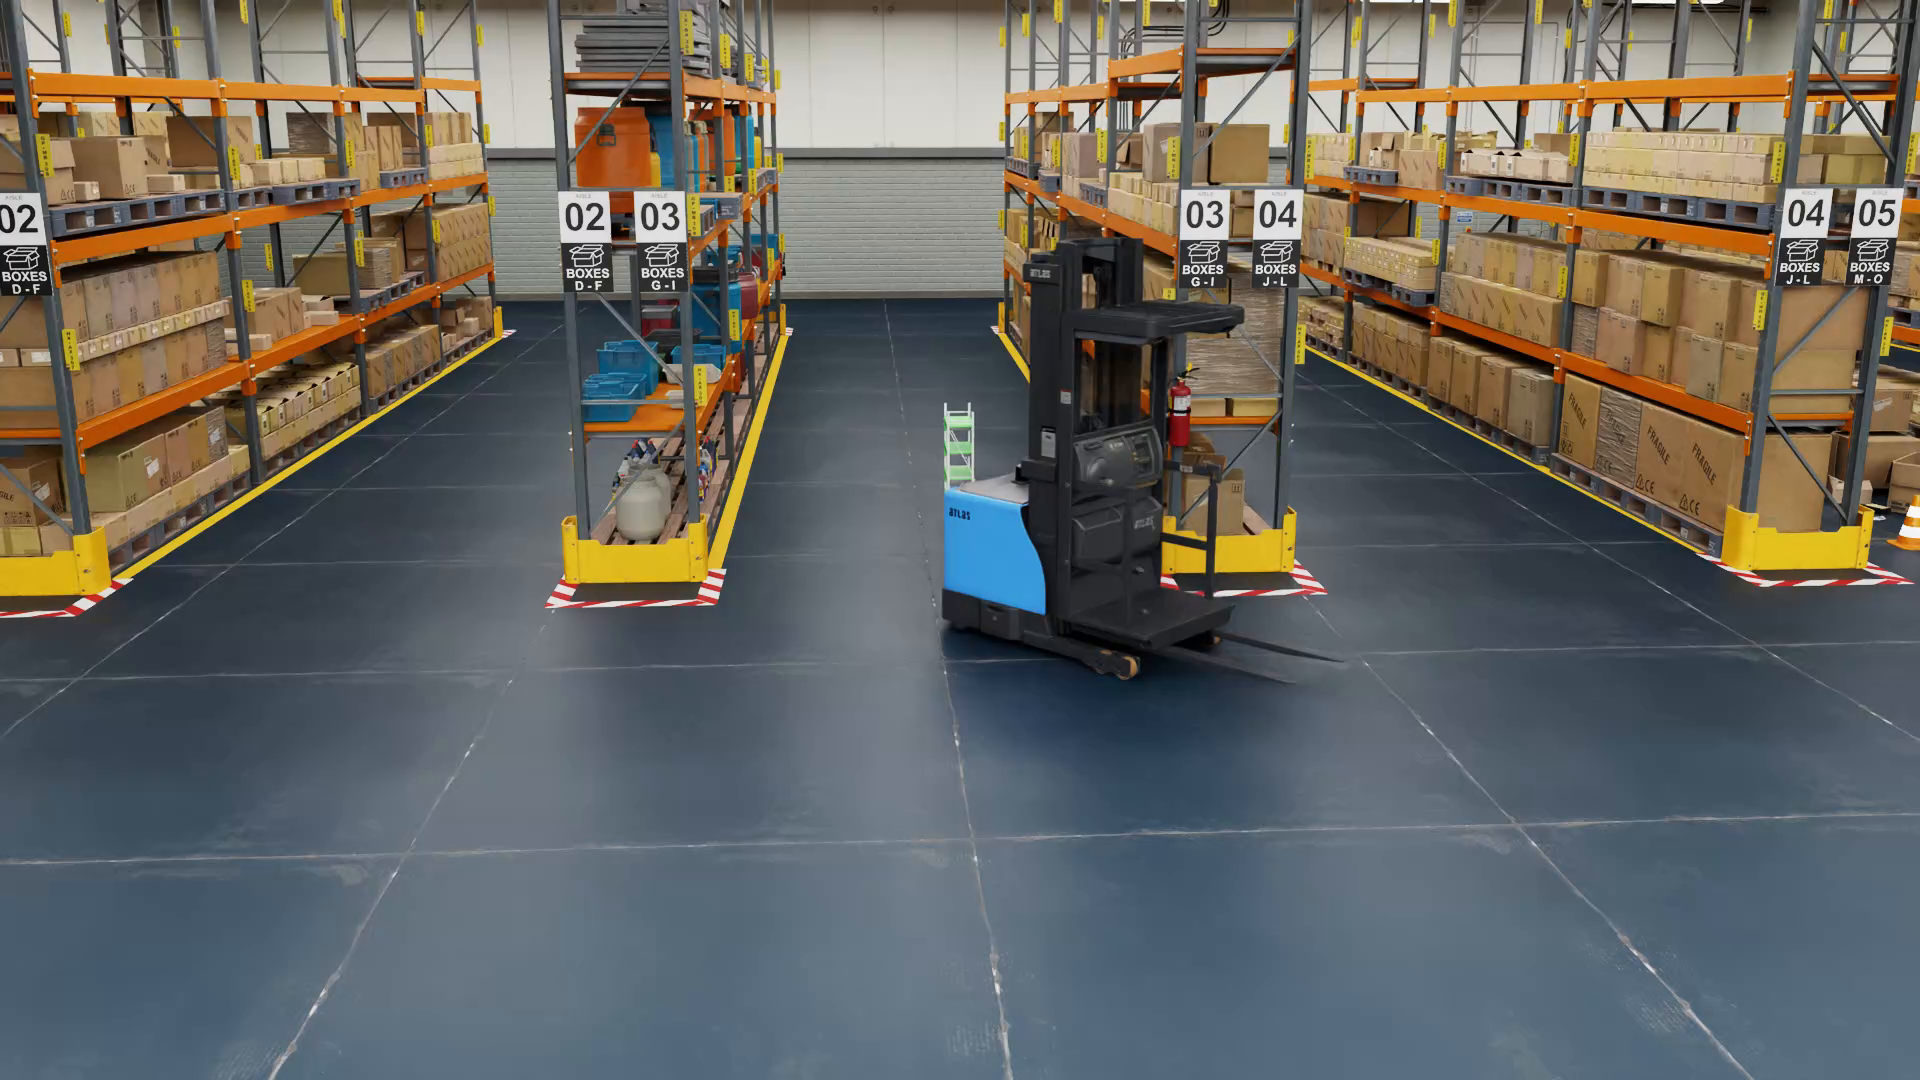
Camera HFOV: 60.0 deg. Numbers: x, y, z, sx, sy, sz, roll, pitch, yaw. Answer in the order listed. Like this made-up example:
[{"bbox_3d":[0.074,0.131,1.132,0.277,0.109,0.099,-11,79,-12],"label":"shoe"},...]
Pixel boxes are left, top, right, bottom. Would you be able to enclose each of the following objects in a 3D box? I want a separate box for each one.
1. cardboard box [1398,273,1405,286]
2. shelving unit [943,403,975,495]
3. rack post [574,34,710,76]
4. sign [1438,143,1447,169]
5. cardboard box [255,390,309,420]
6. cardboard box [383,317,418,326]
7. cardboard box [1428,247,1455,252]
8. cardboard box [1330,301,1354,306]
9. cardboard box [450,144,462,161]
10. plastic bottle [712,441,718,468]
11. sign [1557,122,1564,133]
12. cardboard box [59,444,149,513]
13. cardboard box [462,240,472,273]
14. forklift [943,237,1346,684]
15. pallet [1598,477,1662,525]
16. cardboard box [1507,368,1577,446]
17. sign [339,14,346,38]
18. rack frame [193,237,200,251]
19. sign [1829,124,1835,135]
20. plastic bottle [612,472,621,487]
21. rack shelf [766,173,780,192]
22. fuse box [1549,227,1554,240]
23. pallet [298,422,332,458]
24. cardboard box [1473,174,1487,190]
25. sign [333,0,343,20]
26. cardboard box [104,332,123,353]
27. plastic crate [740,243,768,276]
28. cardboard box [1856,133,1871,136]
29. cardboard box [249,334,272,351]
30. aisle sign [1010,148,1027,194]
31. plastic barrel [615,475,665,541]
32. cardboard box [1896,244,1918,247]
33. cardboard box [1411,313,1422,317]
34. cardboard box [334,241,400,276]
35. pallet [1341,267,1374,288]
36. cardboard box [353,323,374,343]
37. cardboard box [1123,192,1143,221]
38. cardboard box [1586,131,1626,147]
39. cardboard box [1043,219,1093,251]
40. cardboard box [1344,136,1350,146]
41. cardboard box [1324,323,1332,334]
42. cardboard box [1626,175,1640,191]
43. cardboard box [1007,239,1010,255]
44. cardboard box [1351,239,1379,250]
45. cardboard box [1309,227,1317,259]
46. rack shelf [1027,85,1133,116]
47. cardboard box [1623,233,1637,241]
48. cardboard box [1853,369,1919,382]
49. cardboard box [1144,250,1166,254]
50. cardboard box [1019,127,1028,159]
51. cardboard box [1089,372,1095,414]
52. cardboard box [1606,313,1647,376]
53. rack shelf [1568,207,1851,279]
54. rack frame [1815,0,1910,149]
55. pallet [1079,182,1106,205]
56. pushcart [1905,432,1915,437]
[{"bbox_3d":[6.216,-3.561,22.733,0.380,0.149,0.250,-1,14,-2],"label":"cardboard box"},{"bbox_3d":[-0.010,-0.622,15.260,0.258,1.200,0.503,-1,14,-3],"label":"shelving unit"},{"bbox_3d":[-2.589,-3.974,13.639,0.937,0.300,0.954,1,14,3],"label":"rack post"},{"bbox_3d":[6.193,-4.933,21.347,0.100,0.325,0.005,-1,14,-3],"label":"sign"},{"bbox_3d":[-7.697,-1.543,18.778,0.500,0.311,0.500,-1,14,-5],"label":"cardboard box"},{"bbox_3d":[-8.675,-3.169,25.682,0.500,0.500,0.500,-1,14,-3],"label":"cardboard box"},{"bbox_3d":[6.817,-4.053,23.449,0.380,0.149,0.250,0,14,-2],"label":"cardboard box"},{"bbox_3d":[6.579,-4.020,28.538,0.380,0.149,0.250,-1,15,-6],"label":"cardboard box"},{"bbox_3d":[-8.222,-6.150,26.409,0.500,0.250,0.500,-1,14,-3],"label":"cardboard box"},{"bbox_3d":[-2.558,-0.898,17.291,0.061,0.283,0.133,0,14,-1],"label":"plastic bottle"},{"bbox_3d":[10.620,-7.237,29.423,0.100,0.325,0.005,-1,14,-3],"label":"sign"},{"bbox_3d":[-7.457,-0.541,14.504,0.500,0.500,0.500,-1,14,-3],"label":"cardboard box"},{"bbox_3d":[-8.213,-4.587,26.858,0.500,0.500,0.500,-1,14,-4],"label":"cardboard box"},{"bbox_3d":[1.283,-0.596,11.685,3.031,2.935,1.130,13,20,42],"label":"forklift"},{"bbox_3d":[7.031,-0.398,16.375,1.003,0.211,1.213,-1,14,-3],"label":"pallet"},{"bbox_3d":[6.855,-1.510,18.772,1.050,0.750,0.750,-1,14,-4],"label":"cardboard box"},{"bbox_3d":[-8.900,-7.422,24.003,0.100,0.325,0.005,-1,14,-3],"label":"sign"},{"bbox_3d":[-13.549,-4.947,28.457,1.000,3.000,0.127,-1,14,-3],"label":"rack frame"},{"bbox_3d":[15.586,-7.274,29.729,0.100,0.325,0.005,-1,14,-3],"label":"sign"},{"bbox_3d":[-3.246,-0.497,15.730,0.061,0.283,0.133,-1,14,-2],"label":"plastic bottle"},{"bbox_3d":[-3.537,-5.707,26.834,1.077,0.370,4.000,-1,14,-3],"label":"rack shelf"},{"bbox_3d":[12.907,-6.103,35.538,0.539,1.711,0.414,-1,14,-3],"label":"fuse box"},{"bbox_3d":[-8.024,-1.176,19.398,1.003,0.211,1.213,-1,14,-3],"label":"pallet"},{"bbox_3d":[6.965,-4.885,21.997,0.500,0.500,0.500,-1,14,-3],"label":"cardboard box"},{"bbox_3d":[-7.555,-6.479,20.178,0.100,0.325,0.005,-1,14,-3],"label":"sign"},{"bbox_3d":[-7.469,-1.699,14.331,0.380,0.149,0.250,-1,14,-4],"label":"cardboard box"},{"bbox_3d":[-3.218,-4.391,26.048,0.402,0.464,0.583,-1,14,-3],"label":"plastic crate"},{"bbox_3d":[15.917,-6.932,28.853,0.500,0.250,0.500,-1,14,-4],"label":"cardboard box"},{"bbox_3d":[-7.712,-2.142,18.059,0.380,0.149,0.250,-1,14,-3],"label":"cardboard box"},{"bbox_3d":[0.979,-6.449,29.076,0.394,0.787,0.004,-1,14,-3],"label":"aisle sign"},{"bbox_3d":[-2.786,-0.282,14.475,0.421,0.512,0.421,0,14,0],"label":"plastic barrel"},{"bbox_3d":[12.018,-3.498,21.187,0.500,0.500,0.500,-1,14,-4],"label":"cardboard box"},{"bbox_3d":[6.851,-3.148,24.135,0.500,0.250,0.500,-2,15,-6],"label":"cardboard box"},{"bbox_3d":[-8.445,-3.990,23.694,0.700,0.500,0.500,1,14,5],"label":"cardboard box"},{"bbox_3d":[6.389,-3.948,24.958,1.003,0.211,1.213,-1,14,-3],"label":"pallet"},{"bbox_3d":[-8.477,-2.898,23.121,0.500,0.250,0.500,-1,14,-4],"label":"cardboard box"},{"bbox_3d":[1.857,-3.201,15.952,0.500,0.250,0.500,-1,15,-6],"label":"cardboard box"},{"bbox_3d":[6.666,-4.117,17.070,0.380,0.149,0.250,-1,14,-3],"label":"cardboard box"},{"bbox_3d":[1.609,-4.386,24.064,0.797,0.503,0.637,-1,14,-3],"label":"cardboard box"},{"bbox_3d":[6.169,-6.187,25.756,0.380,0.149,0.250,-1,14,-2],"label":"cardboard box"},{"bbox_3d":[6.087,-3.407,26.752,0.380,0.149,0.250,-1,14,-5],"label":"cardboard box"},{"bbox_3d":[6.731,-3.477,16.186,0.380,0.149,0.250,-1,14,-4],"label":"cardboard box"},{"bbox_3d":[1.082,-4.995,28.348,0.500,0.250,0.500,-1,14,-4],"label":"cardboard box"},{"bbox_3d":[6.076,-4.428,24.909,0.380,0.149,0.250,0,14,-2],"label":"cardboard box"},{"bbox_3d":[6.106,-4.923,27.566,0.500,0.500,0.500,-1,14,-5],"label":"cardboard box"},{"bbox_3d":[1.655,-6.047,22.941,1.077,0.370,4.000,-1,14,-3],"label":"rack shelf"},{"bbox_3d":[11.093,-5.107,26.870,0.500,0.500,0.500,-1,14,-4],"label":"cardboard box"},{"bbox_3d":[11.748,-1.946,21.226,0.950,0.372,0.625,-1,14,-5],"label":"cardboard box"},{"bbox_3d":[1.833,-2.628,16.642,0.500,0.500,0.500,-1,14,-3],"label":"cardboard box"},{"bbox_3d":[1.363,-6.531,27.350,0.700,0.500,0.500,-2,15,-7],"label":"cardboard box"},{"bbox_3d":[1.929,-1.744,20.143,0.700,0.500,0.500,0,14,1],"label":"cardboard box"},{"bbox_3d":[6.990,-1.952,16.515,0.875,0.550,0.550,-1,14,-3],"label":"cardboard box"},{"bbox_3d":[7.107,-2.850,15.732,1.077,0.370,4.000,-1,14,-3],"label":"rack shelf"},{"bbox_3d":[11.669,-6.245,21.463,1.000,3.000,0.127,-1,14,-3],"label":"rack frame"},{"bbox_3d":[2.027,-3.967,19.004,1.213,0.211,1.003,-1,14,-3],"label":"pallet"},{"bbox_3d":[9.645,-1.027,18.486,1.648,0.377,0.936,-6,16,-23],"label":"pushcart"}]
